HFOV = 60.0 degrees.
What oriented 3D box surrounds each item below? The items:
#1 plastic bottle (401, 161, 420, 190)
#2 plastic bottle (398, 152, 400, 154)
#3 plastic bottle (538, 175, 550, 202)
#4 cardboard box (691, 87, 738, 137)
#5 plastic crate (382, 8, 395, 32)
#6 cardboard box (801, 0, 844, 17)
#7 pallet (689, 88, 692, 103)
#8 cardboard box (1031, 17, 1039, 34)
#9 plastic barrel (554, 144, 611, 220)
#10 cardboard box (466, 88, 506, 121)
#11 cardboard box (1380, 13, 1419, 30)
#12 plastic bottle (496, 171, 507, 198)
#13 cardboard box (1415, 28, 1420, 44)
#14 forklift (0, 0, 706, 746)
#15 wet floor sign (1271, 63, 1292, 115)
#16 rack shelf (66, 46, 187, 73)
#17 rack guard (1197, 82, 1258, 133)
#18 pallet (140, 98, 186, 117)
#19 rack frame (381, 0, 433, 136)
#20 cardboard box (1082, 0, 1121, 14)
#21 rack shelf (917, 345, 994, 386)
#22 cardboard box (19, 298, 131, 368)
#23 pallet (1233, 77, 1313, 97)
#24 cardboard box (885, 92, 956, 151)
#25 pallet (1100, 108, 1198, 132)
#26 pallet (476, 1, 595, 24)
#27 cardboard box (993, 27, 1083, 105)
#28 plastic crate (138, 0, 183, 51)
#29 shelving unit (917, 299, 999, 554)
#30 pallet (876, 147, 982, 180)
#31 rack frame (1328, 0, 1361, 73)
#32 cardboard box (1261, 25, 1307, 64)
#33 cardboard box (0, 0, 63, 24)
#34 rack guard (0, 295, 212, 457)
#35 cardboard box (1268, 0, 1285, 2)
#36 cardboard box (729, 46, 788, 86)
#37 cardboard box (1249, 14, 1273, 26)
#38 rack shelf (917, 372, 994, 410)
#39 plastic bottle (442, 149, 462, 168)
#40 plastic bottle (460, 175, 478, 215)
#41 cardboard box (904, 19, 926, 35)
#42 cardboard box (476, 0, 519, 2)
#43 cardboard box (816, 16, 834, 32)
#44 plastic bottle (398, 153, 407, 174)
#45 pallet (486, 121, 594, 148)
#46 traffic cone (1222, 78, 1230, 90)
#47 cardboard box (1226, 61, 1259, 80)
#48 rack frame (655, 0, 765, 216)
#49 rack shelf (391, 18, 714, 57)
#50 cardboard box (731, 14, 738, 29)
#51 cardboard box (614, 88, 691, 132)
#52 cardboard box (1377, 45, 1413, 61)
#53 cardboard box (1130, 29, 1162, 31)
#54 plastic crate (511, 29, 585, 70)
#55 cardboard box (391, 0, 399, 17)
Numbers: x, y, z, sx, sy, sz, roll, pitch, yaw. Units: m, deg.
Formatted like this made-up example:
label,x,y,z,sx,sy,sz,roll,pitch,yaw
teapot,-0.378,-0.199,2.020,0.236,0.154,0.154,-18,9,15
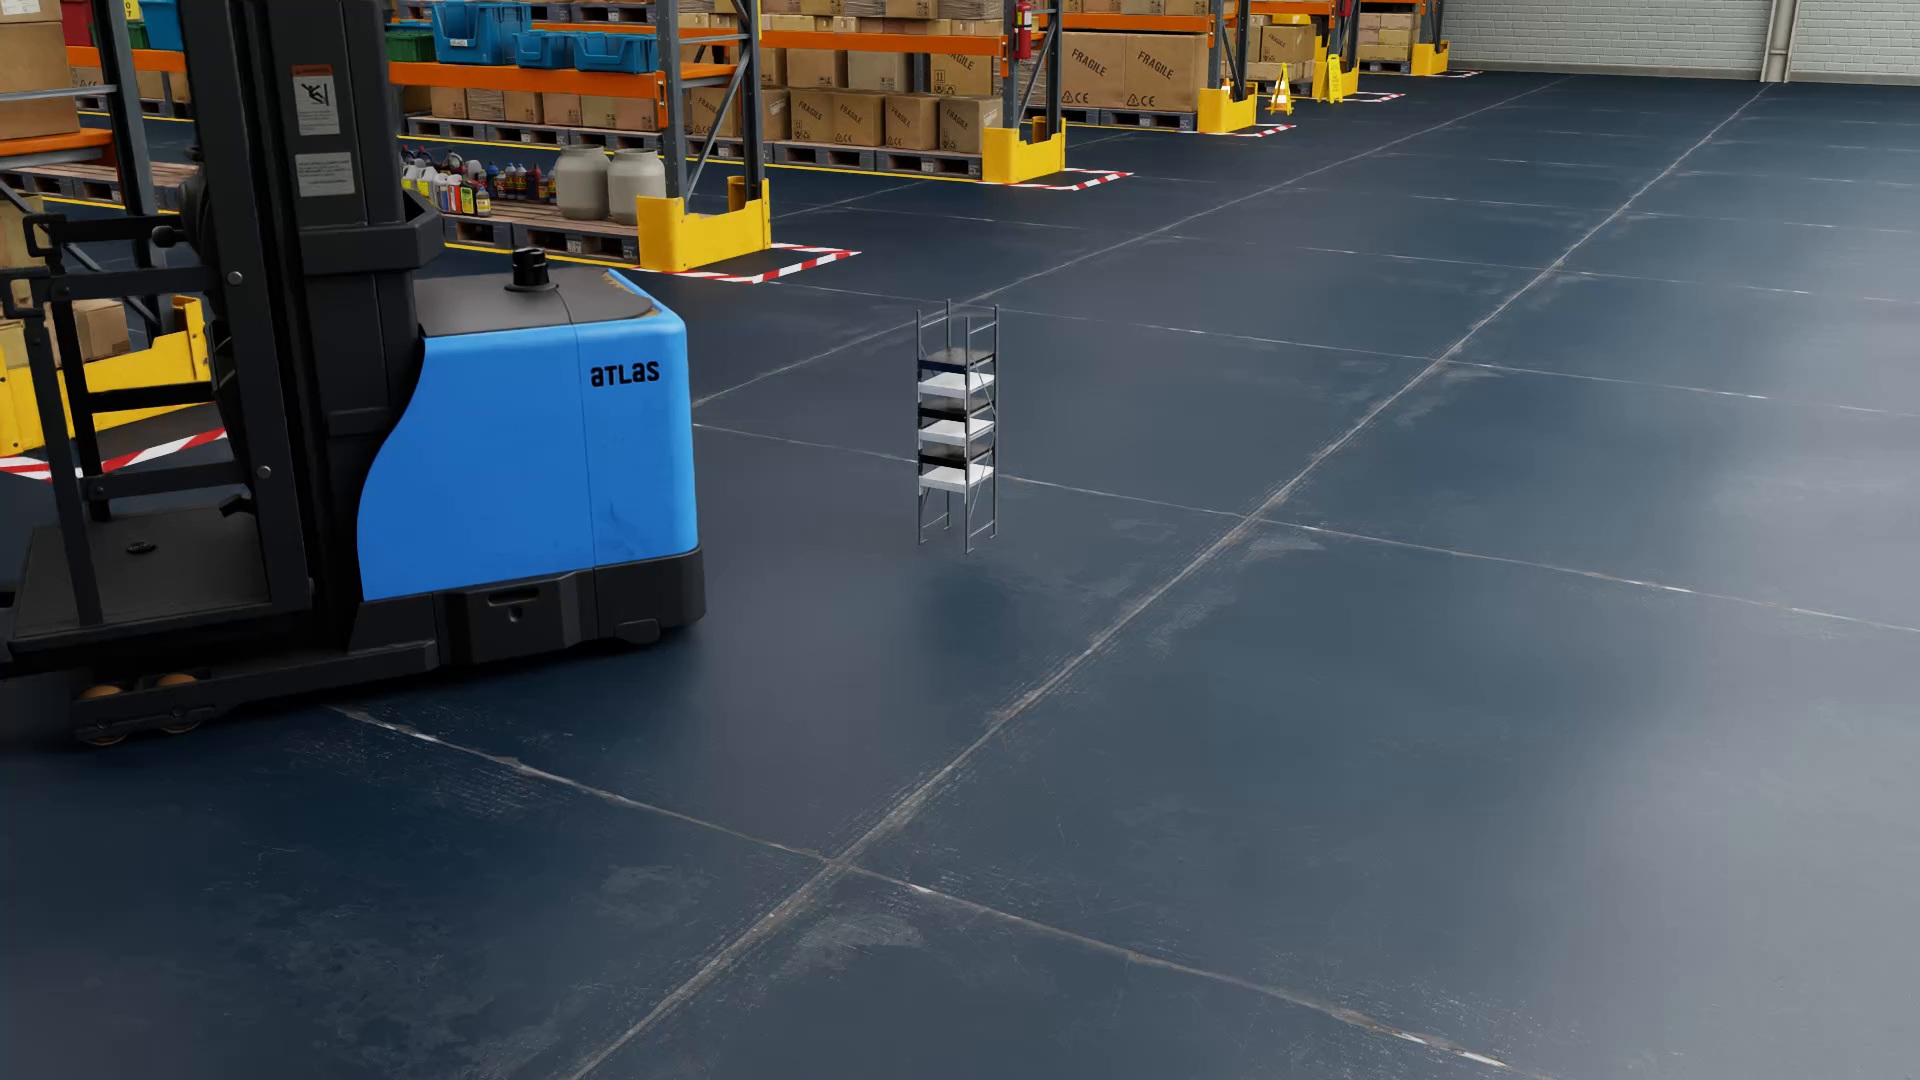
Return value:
label,x,y,z,sx,sy,sz,roll,pitch,yaw
plastic bottle,-4.180,-2.715,12.690,0.185,0.351,0.144,11,22,27
plastic bottle,-4.638,-3.061,13.744,0.133,0.283,0.061,12,23,30
plastic bottle,-3.248,-2.751,13.008,0.097,0.201,0.097,0,20,0
cardboard box,-2.473,-4.532,17.509,0.500,0.500,0.500,10,22,26
plastic crate,-4.824,-3.959,12.972,0.504,0.338,0.767,11,23,27
cardboard box,-1.119,-5.439,16.378,0.500,0.500,0.875,11,23,27
pallet,-3.136,-6.248,23.281,1.213,0.211,1.003,11,23,27
cardboard box,0.556,-4.923,15.906,0.250,0.149,0.380,11,23,27
plastic barrel,-2.776,-2.646,12.293,0.421,0.512,0.421,0,20,0
cardboard box,-5.210,-5.091,19.021,0.500,0.500,0.700,9,22,23
cardboard box,7.385,-8.710,27.927,0.500,0.250,0.500,12,23,29
plastic bottle,-3.630,-2.824,13.209,0.097,0.201,0.097,0,20,0
cardboard box,7.630,-8.631,28.443,0.500,0.250,0.500,11,23,28
forklift,-2.399,-0.996,4.812,3.031,2.935,1.130,-9,22,-23
wet floor sign,4.187,-5.860,21.574,0.232,0.644,0.267,7,21,18
rack shelf,-6.965,-4.108,14.345,4.000,0.370,1.077,11,23,27
rack guard,3.217,-5.203,19.976,0.348,0.500,1.175,11,23,27
pallet,-10.413,-5.757,21.926,1.213,0.211,1.003,11,23,27
rack frame,-6.295,-6.253,19.204,0.127,3.000,1.000,11,23,27
cardboard box,1.932,-6.717,20.262,0.550,0.550,0.875,11,23,27
rack shelf,-0.007,-0.647,6.135,0.200,0.077,0.258,11,23,27
cardboard box,-4.505,-1.034,8.234,0.500,0.250,0.500,11,23,27
pallet,4.764,-6.720,24.582,1.213,0.211,1.003,11,23,27
cardboard box,-0.387,-4.143,16.437,0.500,0.500,0.500,18,27,41
pallet,2.460,-5.181,20.339,1.213,0.211,1.003,11,23,27
pallet,-4.547,-5.846,18.363,1.213,0.211,1.003,11,23,27
cardboard box,1.008,-5.972,20.930,0.875,0.875,0.875,11,23,28
plastic crate,-6.333,-4.197,13.559,0.575,0.384,0.392,11,23,27
shelving unit,-0.007,-0.424,6.215,0.210,0.900,0.258,11,23,27
pallet,-0.069,-3.770,16.448,1.213,0.211,1.003,11,23,27
rack frame,5.522,-7.873,23.670,0.127,3.000,1.000,11,23,27
cardboard box,4.695,-7.186,24.092,0.500,0.500,0.500,11,23,28
cardboard box,-4.383,-2.455,7.637,0.250,0.149,0.380,11,22,27
rack guard,-4.124,-0.795,7.824,0.348,0.500,1.175,11,23,27
cardboard box,4.603,-7.811,23.869,0.250,0.149,0.380,10,22,26
cardboard box,-2.535,-6.580,22.790,0.750,0.750,1.050,11,23,28
cardboard box,4.342,-7.532,24.095,0.250,0.149,0.380,12,23,29
rack shelf,-0.007,-0.562,6.165,0.200,0.077,0.258,11,23,27
plastic bottle,-4.066,-2.968,13.388,0.185,0.351,0.144,11,22,27
plastic bottle,-3.655,-2.567,12.381,0.133,0.283,0.061,11,23,29
cardboard box,-0.333,-4.905,15.856,0.250,0.149,0.380,11,23,27
cardboard box,-4.944,-6.033,18.201,0.500,0.250,0.500,10,22,26
cardboard box,-1.206,-5.071,16.314,0.250,0.149,0.380,11,23,27
plastic bottle,-4.586,-3.011,13.505,0.185,0.351,0.144,11,23,27
pallet,-4.553,-4.608,18.760,1.213,0.211,1.003,11,23,27
traffic cone,3.425,-5.701,21.402,0.334,0.463,0.336,11,23,27
cardboard box,4.237,-6.920,24.461,0.500,0.250,0.500,11,23,27
rack frame,-1.726,-3.448,11.472,0.127,3.000,1.000,11,23,27
rack shelf,-4.549,-5.582,18.410,4.000,0.370,1.077,11,23,27
cardboard box,-2.096,-5.227,16.744,0.250,0.149,0.380,11,23,27
cardboard box,-3.329,-4.728,18.021,0.500,0.500,0.700,9,22,23
cardboard box,7.375,-8.240,28.099,0.500,0.250,0.500,11,23,28
cardboard box,2.886,-7.531,25.045,0.500,0.500,0.500,12,23,29
plastic crate,-2.874,-3.482,11.783,0.408,0.251,0.499,11,23,27
cardboard box,-6.847,-6.308,19.210,0.500,0.500,0.500,12,23,29
